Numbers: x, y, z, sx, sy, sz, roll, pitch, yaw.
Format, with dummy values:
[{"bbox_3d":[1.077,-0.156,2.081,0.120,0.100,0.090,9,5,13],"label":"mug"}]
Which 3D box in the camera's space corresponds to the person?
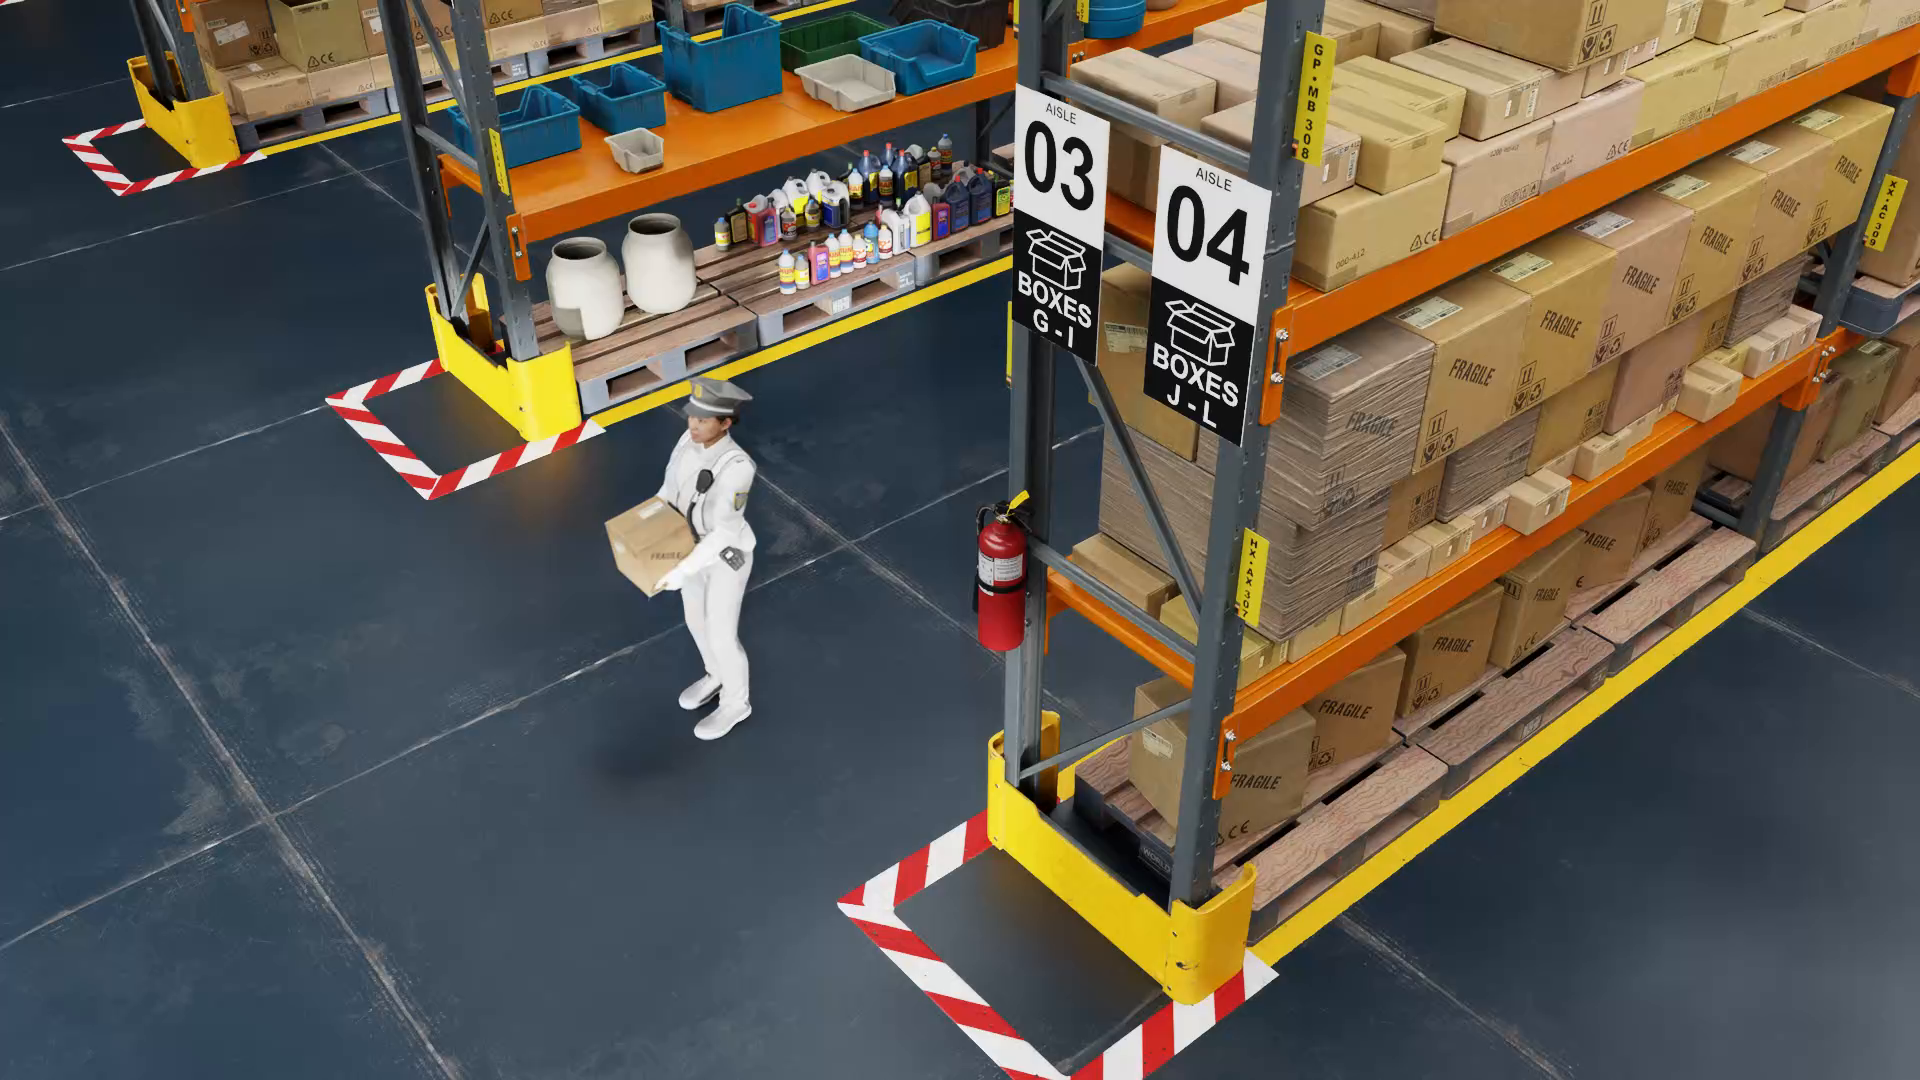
[{"bbox_3d":[-1.087,0.084,6.939,0.564,1.686,0.460,-26,44,-31],"label":"person"}]
